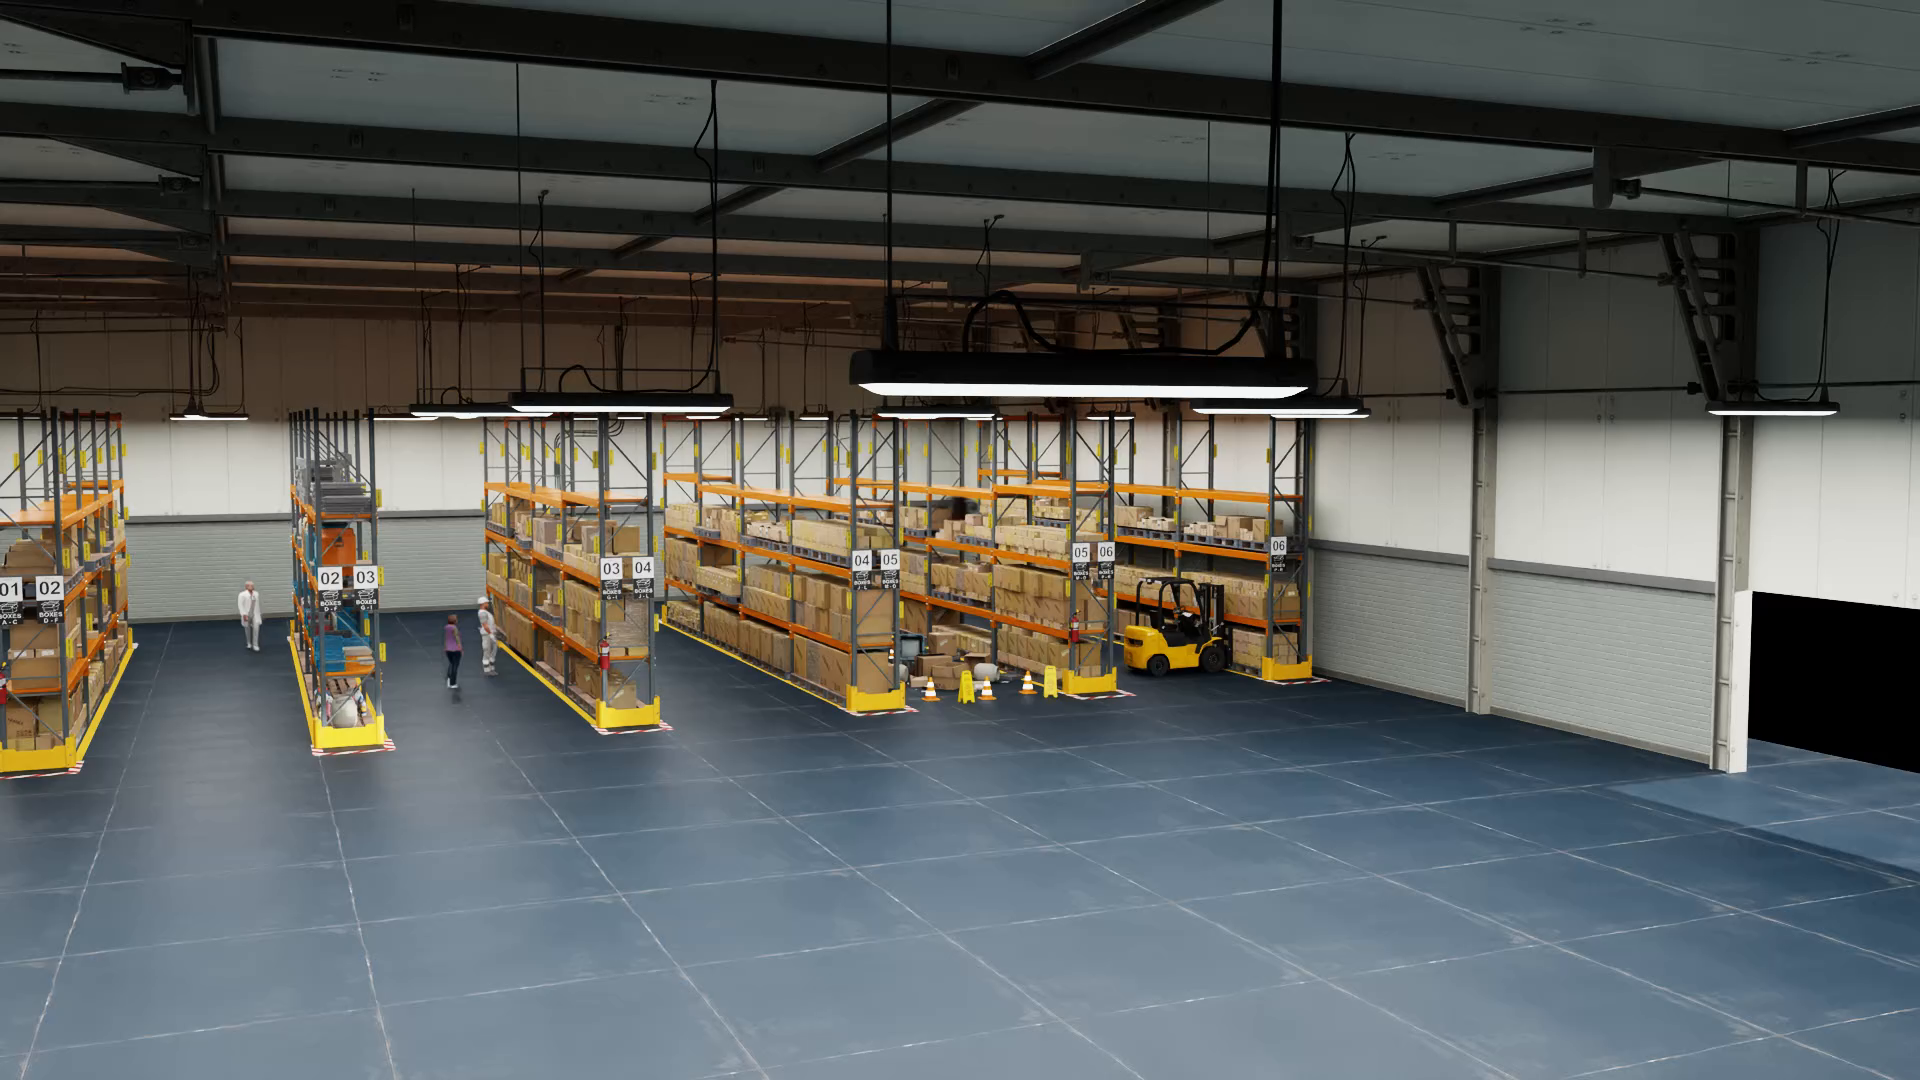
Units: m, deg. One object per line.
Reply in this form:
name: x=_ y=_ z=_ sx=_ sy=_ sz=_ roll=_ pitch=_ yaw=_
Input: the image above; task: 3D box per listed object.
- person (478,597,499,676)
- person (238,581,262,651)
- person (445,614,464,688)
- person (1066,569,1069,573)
person: x=-10.686 y=2.202 z=37.822 sx=0.579 sy=1.828 sz=0.647 roll=1 pitch=4 yaw=13
person: x=-17.871 y=1.909 z=41.864 sx=0.543 sy=1.732 sz=1.067 roll=-2 pitch=4 yaw=-22
person: x=-10.926 y=2.397 z=35.916 sx=0.447 sy=1.601 sz=0.420 roll=1 pitch=4 yaw=12
person: x=2.796 y=1.525 z=43.262 sx=0.619 sy=1.805 sz=0.750 roll=-3 pitch=5 yaw=-36
